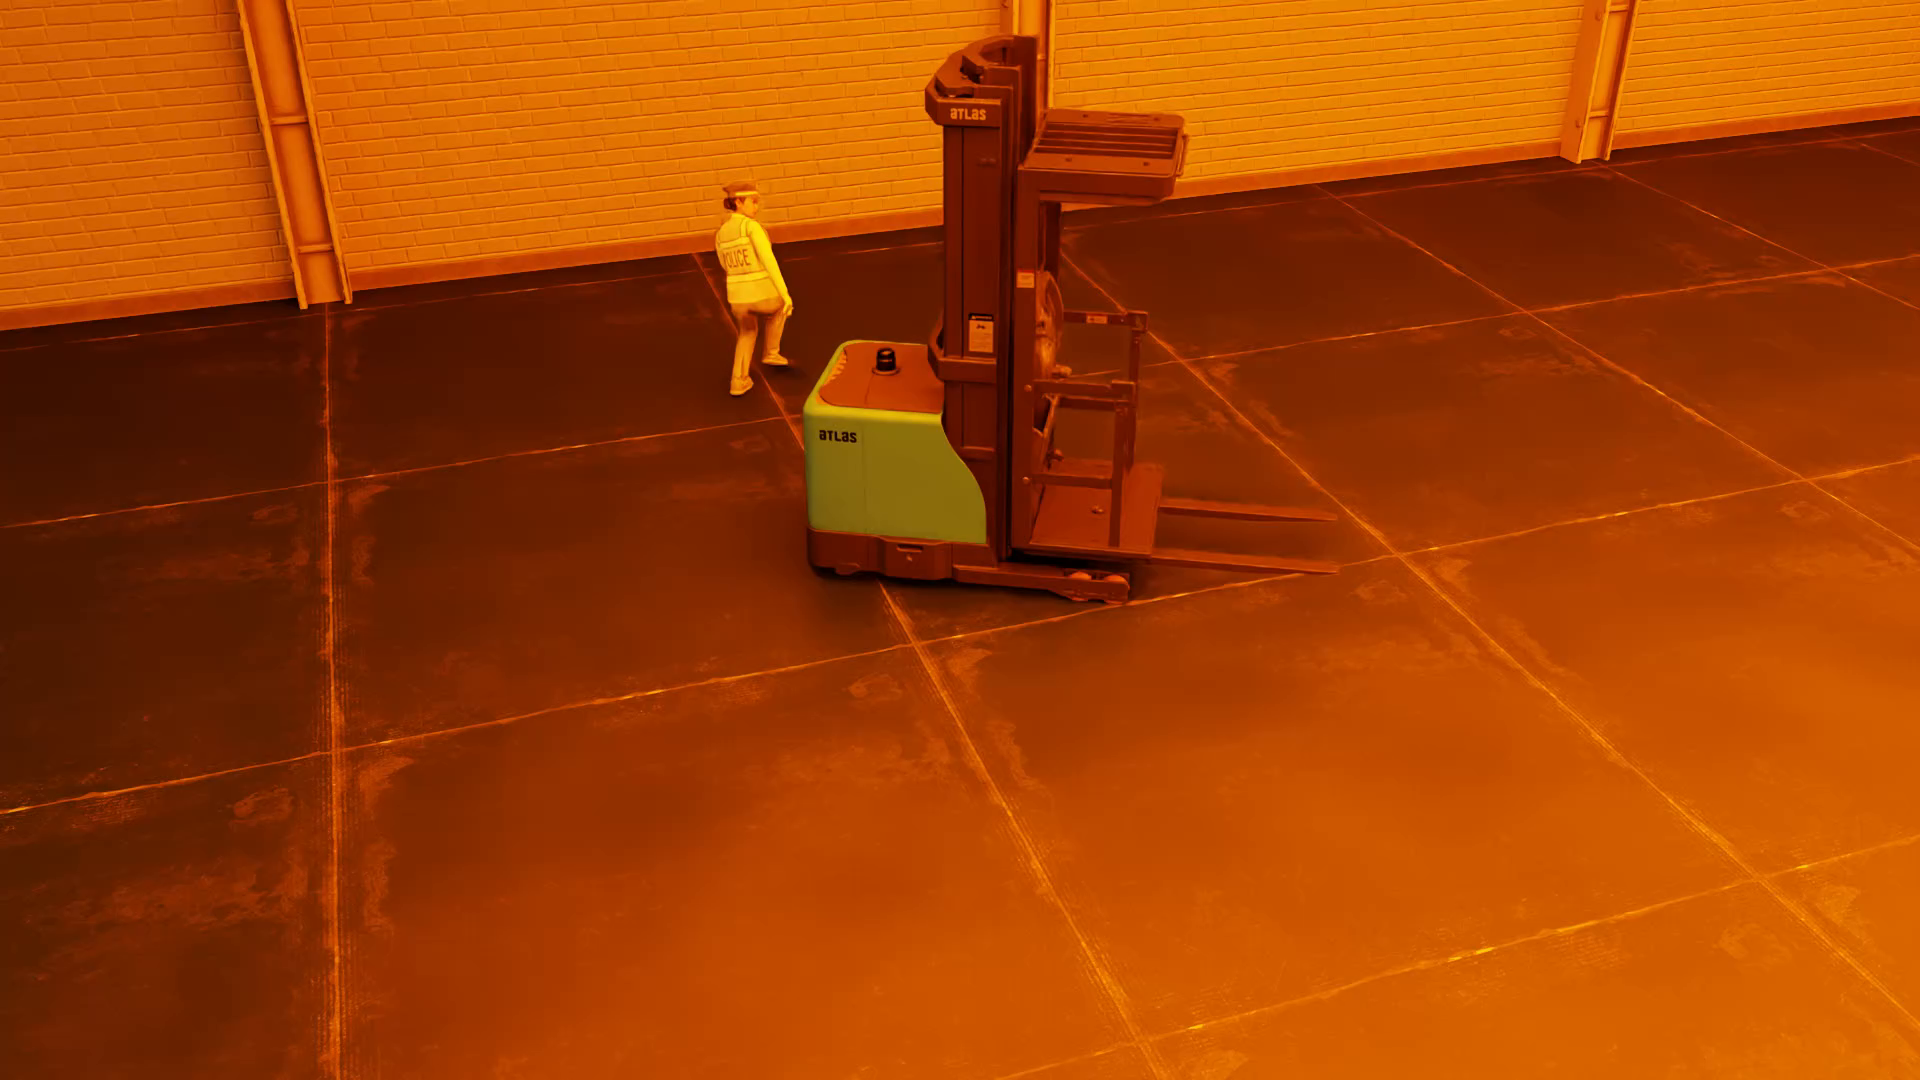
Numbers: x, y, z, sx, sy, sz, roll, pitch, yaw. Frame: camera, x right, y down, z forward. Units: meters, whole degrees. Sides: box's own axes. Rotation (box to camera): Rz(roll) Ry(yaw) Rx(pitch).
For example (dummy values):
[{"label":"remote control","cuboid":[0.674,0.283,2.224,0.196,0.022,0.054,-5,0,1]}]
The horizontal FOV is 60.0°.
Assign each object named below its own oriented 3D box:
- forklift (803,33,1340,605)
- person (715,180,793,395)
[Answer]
[{"label":"forklift","cuboid":[0.679,-1.190,9.155,3.031,2.935,1.130,5,30,8]},{"label":"person","cuboid":[-1.366,-1.773,11.629,0.700,1.502,0.727,10,31,16]}]
